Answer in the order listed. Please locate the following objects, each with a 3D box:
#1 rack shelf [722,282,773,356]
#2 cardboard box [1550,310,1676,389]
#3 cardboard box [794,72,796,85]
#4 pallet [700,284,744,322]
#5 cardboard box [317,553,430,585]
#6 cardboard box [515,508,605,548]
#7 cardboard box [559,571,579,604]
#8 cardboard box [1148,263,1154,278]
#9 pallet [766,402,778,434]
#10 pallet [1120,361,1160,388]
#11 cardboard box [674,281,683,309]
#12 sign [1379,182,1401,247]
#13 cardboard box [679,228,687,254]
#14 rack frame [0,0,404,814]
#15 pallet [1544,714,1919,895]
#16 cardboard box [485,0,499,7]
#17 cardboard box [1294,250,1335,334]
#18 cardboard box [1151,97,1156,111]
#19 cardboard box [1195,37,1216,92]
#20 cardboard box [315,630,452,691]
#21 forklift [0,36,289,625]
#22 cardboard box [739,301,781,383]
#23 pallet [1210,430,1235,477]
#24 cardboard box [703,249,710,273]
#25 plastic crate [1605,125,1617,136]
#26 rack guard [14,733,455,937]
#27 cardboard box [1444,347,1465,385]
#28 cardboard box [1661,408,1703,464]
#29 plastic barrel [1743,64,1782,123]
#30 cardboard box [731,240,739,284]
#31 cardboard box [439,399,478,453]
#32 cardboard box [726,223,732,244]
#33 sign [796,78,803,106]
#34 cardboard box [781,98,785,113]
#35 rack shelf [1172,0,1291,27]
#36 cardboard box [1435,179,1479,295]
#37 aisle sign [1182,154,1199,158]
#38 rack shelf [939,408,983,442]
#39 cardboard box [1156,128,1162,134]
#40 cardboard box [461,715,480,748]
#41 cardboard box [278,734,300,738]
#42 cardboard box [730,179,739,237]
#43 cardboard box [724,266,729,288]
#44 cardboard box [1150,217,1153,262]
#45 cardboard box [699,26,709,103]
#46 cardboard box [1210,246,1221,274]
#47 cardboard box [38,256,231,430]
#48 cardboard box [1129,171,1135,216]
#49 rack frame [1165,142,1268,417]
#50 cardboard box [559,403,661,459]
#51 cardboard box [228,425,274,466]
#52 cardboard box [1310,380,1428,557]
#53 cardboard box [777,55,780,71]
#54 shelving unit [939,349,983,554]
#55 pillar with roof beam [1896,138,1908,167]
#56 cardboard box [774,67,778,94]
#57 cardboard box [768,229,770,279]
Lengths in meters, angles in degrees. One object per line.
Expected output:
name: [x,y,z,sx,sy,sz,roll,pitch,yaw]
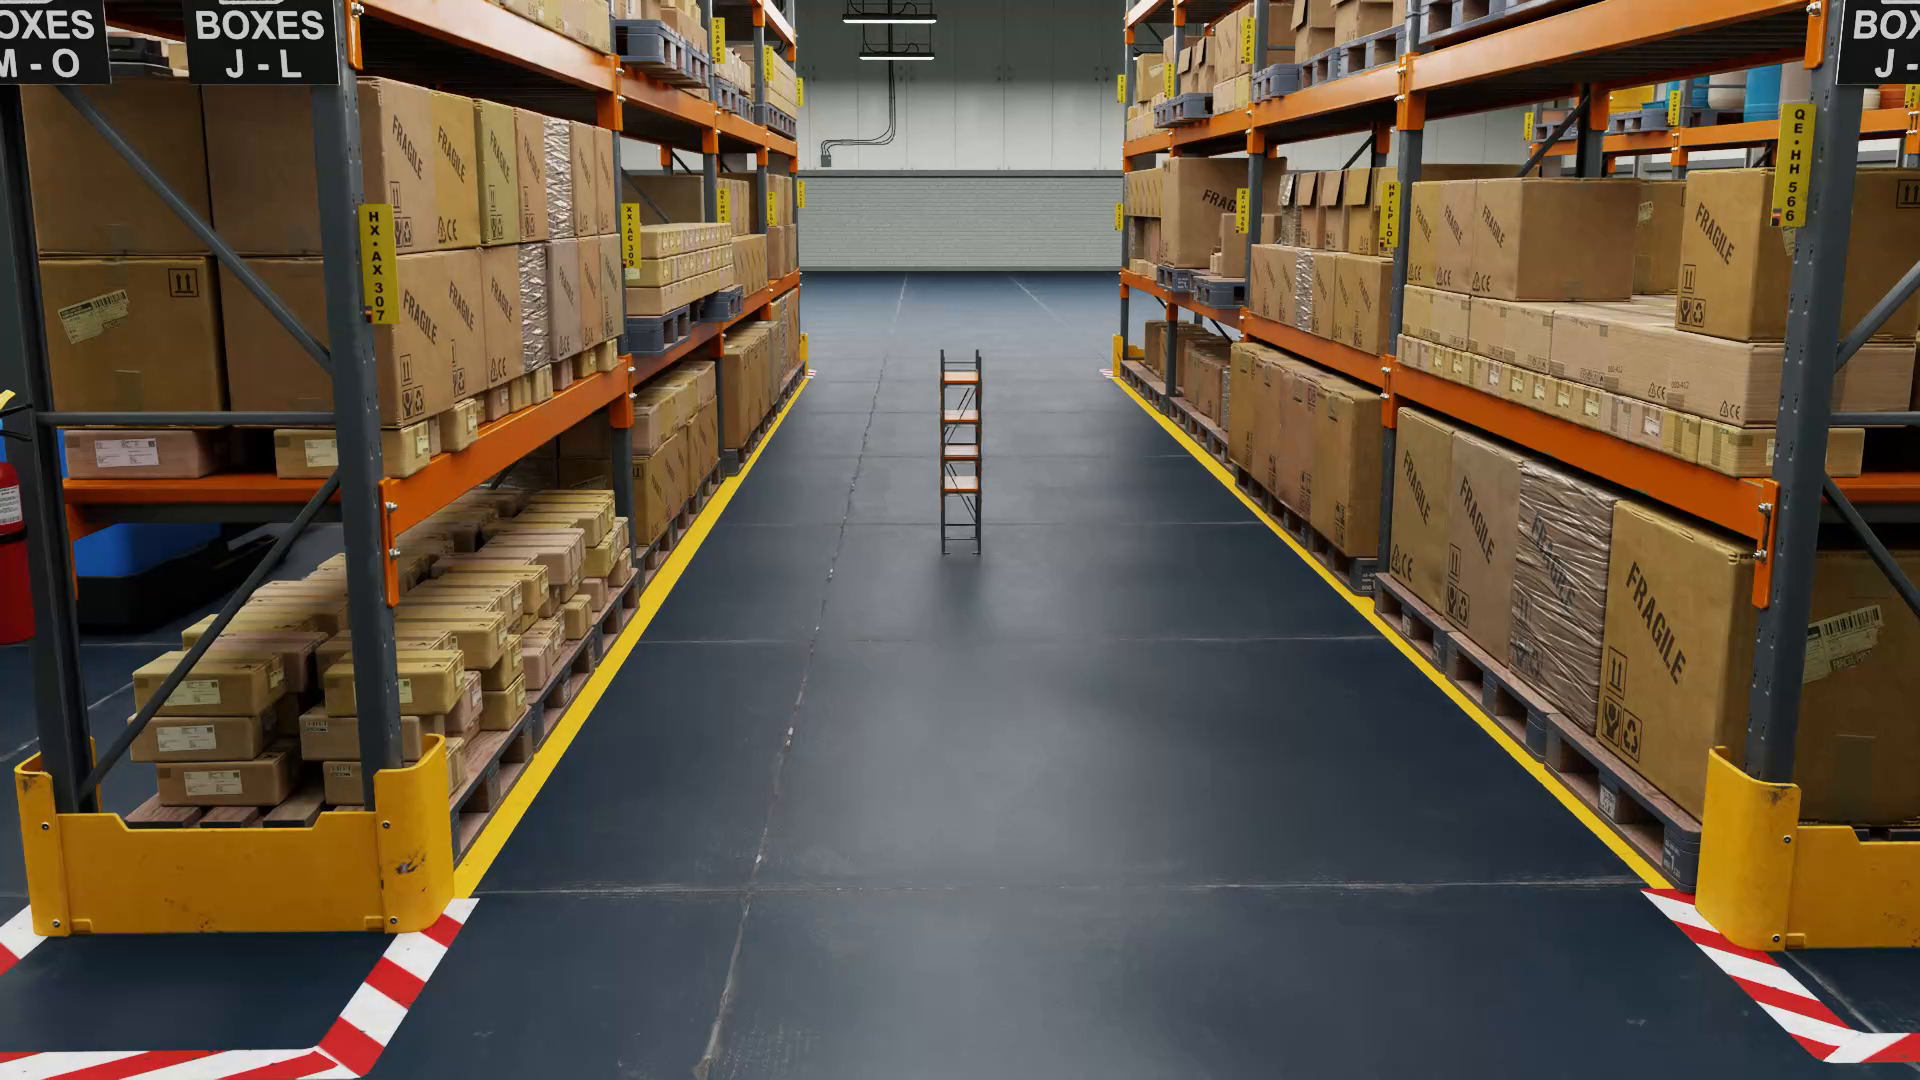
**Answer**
rack shelf: [-2.354,-1.969,14.529,1.077,0.370,4.000,0,11,-1]
cardboard box: [2.518,-0.704,6.112,0.500,0.250,0.500,-1,11,-3]
cardboard box: [-2.131,-5.441,19.609,0.380,0.149,0.250,0,11,-1]
pallet: [-2.191,-1.689,11.821,1.213,0.211,1.003,0,11,-1]
cardboard box: [-2.423,0.151,6.888,0.380,0.149,0.250,0,11,-1]
cardboard box: [-1.905,-0.059,7.925,0.380,0.149,0.250,0,11,-2]
cardboard box: [-1.932,0.186,7.465,0.380,0.149,0.250,0,11,0]
cardboard box: [2.251,-2.936,18.119,0.380,0.149,0.250,0,11,-1]
pallet: [-2.304,-1.199,15.940,1.003,0.211,1.213,0,11,-1]
pallet: [2.466,-1.971,19.744,1.003,0.211,1.213,0,11,-1]
cardboard box: [-1.791,-1.397,9.474,0.380,0.149,0.250,0,11,-1]
sign: [2.189,-1.654,8.453,0.100,0.325,0.005,0,11,-1]
cardboard box: [-1.795,-1.739,9.667,0.380,0.149,0.250,0,11,-2]
rack frame: [-2.147,-0.334,4.660,1.000,3.000,0.127,0,11,-1]
pallet: [2.719,0.874,5.720,1.003,0.211,1.213,0,11,-1]
cardboard box: [-1.931,-2.028,5.842,0.500,0.250,0.500,-1,11,-3]
cardboard box: [2.422,-1.572,10.511,0.500,0.500,0.500,0,11,-1]
cardboard box: [2.238,-4.637,17.700,0.380,0.149,0.250,0,11,2]
cardboard box: [2.497,-4.165,14.683,0.797,0.503,0.637,0,11,1]
cardboard box: [-1.944,0.406,5.630,0.380,0.149,0.250,0,11,0]
forklift: [-4.577,-1.250,9.347,1.130,2.935,3.031,0,11,-1]
cardboard box: [-2.338,-2.009,17.205,0.875,0.875,0.875,0,11,0]
pallet: [2.634,-0.713,13.543,1.003,0.211,1.213,0,11,-1]
cardboard box: [-1.818,-1.800,10.713,0.380,0.149,0.250,0,11,0]
plastic crate: [7.081,-4.398,17.812,0.243,0.136,0.396,0,11,-1]
rack guard: [-2.148,0.876,4.983,1.175,0.500,0.348,0,11,-1]
cardboard box: [2.424,-0.789,7.536,0.380,0.149,0.250,-1,11,-3]
cardboard box: [2.470,-0.332,5.283,0.380,0.149,0.250,0,11,-1]
plastic barrel: [7.745,-4.355,15.677,0.600,0.901,0.708,0,11,-1]
cardboard box: [-2.065,-2.164,13.432,0.500,0.500,0.500,0,11,-2]
cardboard box: [-1.825,-0.380,5.522,0.380,0.149,0.250,-1,11,-3]
cardboard box: [-1.844,-2.203,11.951,0.380,0.149,0.250,-1,11,-3]
sign: [-1.935,-5.379,19.956,0.100,0.325,0.005,0,11,-1]
cardboard box: [-2.094,-4.697,17.947,0.380,0.149,0.250,0,11,0]
rack shelf: [2.607,-4.713,13.974,1.077,0.370,4.000,0,11,-1]
cardboard box: [2.488,-1.375,7.534,0.500,0.500,0.500,0,11,-1]
aisle sign: [2.782,-4.802,20.147,0.394,0.787,0.004,0,11,-1]
rack shelf: [0.003,-0.708,10.247,0.258,0.148,0.480,0,11,-1]
cardboard box: [2.295,-4.309,17.089,0.500,0.250,0.500,0,11,0]
cardboard box: [-1.937,0.651,5.919,0.380,0.149,0.250,0,11,-1]
cardboard box: [-2.473,0.703,5.663,0.380,0.149,0.250,0,11,1]
cardboard box: [-2.356,-2.957,14.823,0.700,0.500,0.500,0,11,-1]
cardboard box: [-1.839,-1.861,11.764,0.380,0.149,0.250,0,11,-1]
cardboard box: [2.563,-3.302,18.291,0.875,0.500,0.500,0,11,-1]
cardboard box: [-2.046,-3.331,11.636,0.500,0.500,0.500,0,11,-1]
cardboard box: [2.344,-2.395,14.100,0.396,0.266,0.258,-1,11,-3]
cardboard box: [-2.414,-0.617,5.055,0.500,0.500,0.500,0,11,0]
cardboard box: [2.226,-3.989,19.165,0.500,0.500,0.500,0,11,-1]
rack frame: [2.566,-2.719,16.419,1.000,3.000,0.127,0,11,-1]
cardboard box: [-1.981,-0.625,9.441,0.500,0.250,0.500,-1,11,-4]
cardboard box: [-2.404,-0.324,5.243,0.380,0.149,0.250,0,11,-1]
cardboard box: [2.698,-0.421,9.377,1.225,0.875,0.875,0,11,-1]
cardboard box: [-2.086,-4.988,17.376,0.380,0.149,0.250,0,11,-1]
shelving unit: [0.003,-0.555,10.278,0.258,1.200,0.503,0,11,-1]
pillar with roof beam: [13.667,-8.748,31.045,9.100,9.000,0.400,0,11,-1]
cardboard box: [-2.137,-4.715,17.032,0.500,0.250,0.500,0,11,-2]
cardboard box: [-2.448,-2.975,17.302,0.875,0.550,0.550,0,11,-1]
